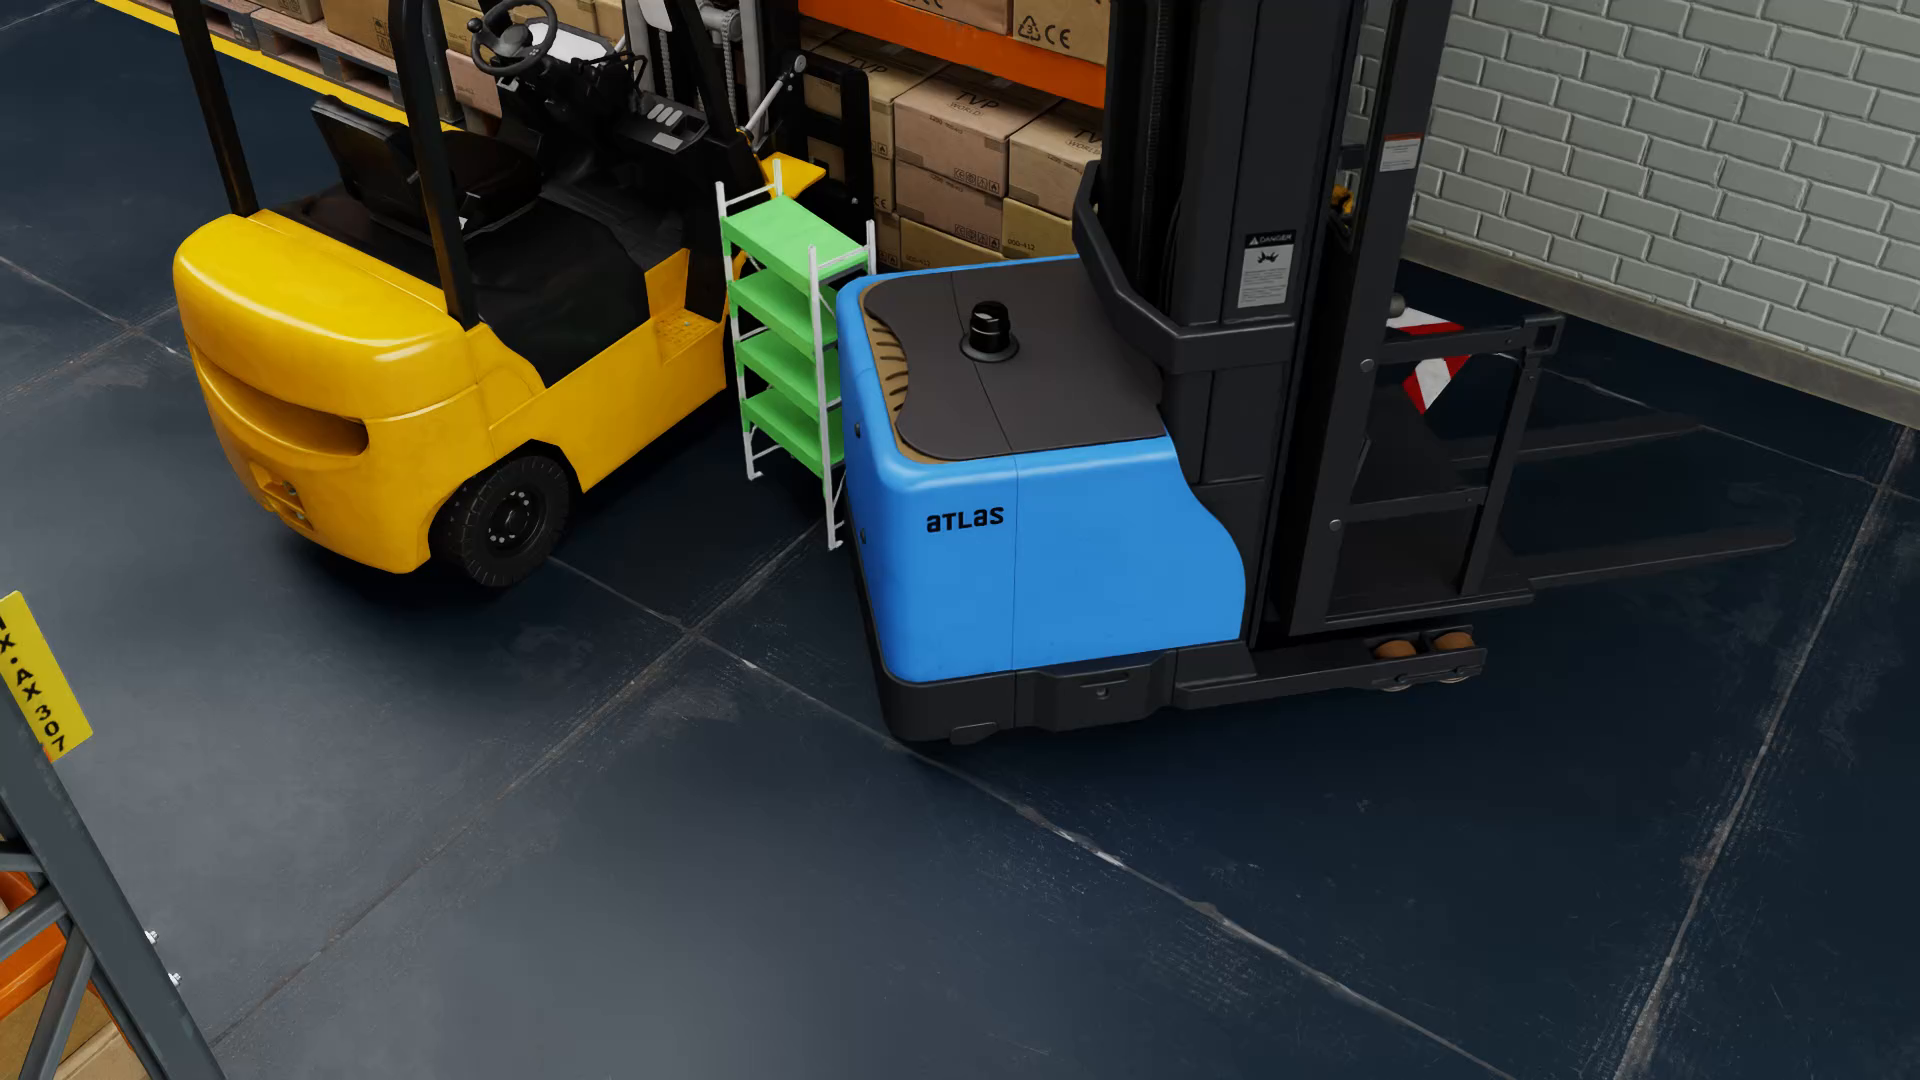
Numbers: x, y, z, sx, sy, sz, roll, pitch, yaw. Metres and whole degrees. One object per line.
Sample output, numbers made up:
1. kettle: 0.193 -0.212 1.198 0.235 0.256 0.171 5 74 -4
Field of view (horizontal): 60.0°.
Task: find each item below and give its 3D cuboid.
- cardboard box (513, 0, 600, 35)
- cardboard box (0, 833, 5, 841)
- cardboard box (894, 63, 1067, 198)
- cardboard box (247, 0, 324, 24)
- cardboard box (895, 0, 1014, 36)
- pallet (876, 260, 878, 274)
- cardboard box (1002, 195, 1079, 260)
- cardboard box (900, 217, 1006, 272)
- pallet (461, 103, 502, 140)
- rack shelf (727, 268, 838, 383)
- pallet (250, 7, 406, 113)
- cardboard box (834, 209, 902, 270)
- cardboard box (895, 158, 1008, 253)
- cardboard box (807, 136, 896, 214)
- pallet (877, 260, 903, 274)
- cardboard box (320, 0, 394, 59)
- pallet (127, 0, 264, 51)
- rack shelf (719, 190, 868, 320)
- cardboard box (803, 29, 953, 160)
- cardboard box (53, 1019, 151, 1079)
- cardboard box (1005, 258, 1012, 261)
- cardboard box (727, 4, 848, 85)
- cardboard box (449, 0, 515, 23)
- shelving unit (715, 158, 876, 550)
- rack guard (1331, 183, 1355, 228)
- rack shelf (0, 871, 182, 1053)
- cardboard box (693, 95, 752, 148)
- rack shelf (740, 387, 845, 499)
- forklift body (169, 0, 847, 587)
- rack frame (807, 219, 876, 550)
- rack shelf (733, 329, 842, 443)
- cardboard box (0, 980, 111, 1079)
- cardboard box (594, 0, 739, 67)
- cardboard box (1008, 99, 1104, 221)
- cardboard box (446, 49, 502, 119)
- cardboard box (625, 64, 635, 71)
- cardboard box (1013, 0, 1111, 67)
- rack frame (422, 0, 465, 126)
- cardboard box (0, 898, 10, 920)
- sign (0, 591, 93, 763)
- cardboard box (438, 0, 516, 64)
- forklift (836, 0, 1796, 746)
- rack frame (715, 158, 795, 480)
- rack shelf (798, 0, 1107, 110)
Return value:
1. cardboard box: -1.568 -2.346 7.120 0.500 0.250 0.500 25 48 25
2. cardboard box: -1.997 0.362 2.797 0.500 0.500 0.500 24 47 25
3. cardboard box: 0.101 -1.571 6.253 0.500 0.250 0.500 26 48 26
4. cardboard box: -3.261 -3.166 8.505 0.625 0.625 0.875 25 47 25
5. cardboard box: 0.105 -2.154 5.833 0.500 0.500 0.500 27 48 27
6. pallet: -0.566 -1.566 7.342 1.213 0.211 1.003 25 48 25
7. cardboard box: 0.501 -1.202 6.216 0.500 0.250 0.500 24 47 25
8. cardboard box: 0.111 -1.203 6.592 0.500 0.250 0.500 25 48 25
9. pallet: -1.569 -2.033 7.864 1.213 0.211 1.003 25 48 25
10. rack shelf: -0.512 -0.725 5.396 0.258 0.148 0.480 -29 49 -29
11. pallet: -2.822 -2.621 8.521 1.213 0.211 1.003 25 48 25
12. cardboard box: -0.294 -1.399 6.811 0.500 0.250 0.500 26 48 26
13. cardboard box: 0.096 -1.400 6.437 0.500 0.250 0.500 25 47 25
14. cardboard box: -0.339 -1.586 6.645 0.500 0.250 0.500 24 47 24
15. pallet: 0.428 -1.099 6.820 1.213 0.211 1.003 25 48 25
16. cardboard box: -2.630 -2.865 8.168 0.625 0.625 0.875 27 48 27
17. pallet: -3.825 -3.088 9.043 1.213 0.211 1.003 25 48 25
18. rack shelf: -0.512 -0.903 5.236 0.258 0.148 0.480 -29 49 -29
19. cardboard box: -0.318 -1.759 6.463 0.500 0.250 0.500 26 48 26
20. cardboard box: -2.270 1.252 3.849 0.500 0.250 0.500 25 47 25
21. cardboard box: 0.512 -1.007 6.373 0.500 0.250 0.500 25 48 26
22. cardboard box: -0.728 -1.957 6.685 0.500 0.250 0.500 24 47 25
23. cardboard box: -1.980 -2.547 7.345 0.500 0.250 0.500 24 47 25
24. shelving unit: -0.512 -0.593 5.513 0.258 1.200 0.503 -29 49 -29
25. rack guard: 1.098 -0.927 6.411 0.348 0.500 1.175 25 48 25
26. rack shelf: -3.406 0.346 3.654 4.000 0.370 1.077 25 48 25
27. cardboard box: -0.746 -1.780 6.861 0.500 0.250 0.500 25 47 25
28. rack shelf: -0.512 -0.367 5.716 0.258 0.148 0.480 -29 49 -29
29. forklift body: -1.521 -1.282 5.570 1.214 2.155 2.313 25 48 25
30. rack frame: -0.355 -0.469 5.374 0.240 1.200 0.015 -29 49 -29
31. rack shelf: -0.512 -0.546 5.556 0.258 0.148 0.480 -29 49 -29
32. cardboard box: -2.290 0.963 3.609 0.500 0.500 0.500 24 47 24
33. cardboard box: -1.154 -2.162 6.914 0.500 0.250 0.500 27 48 27
34. cardboard box: 0.523 -1.379 6.038 0.500 0.250 0.500 27 48 27
35. cardboard box: -1.990 -2.165 7.668 0.500 0.250 0.500 26 48 26
36. cardboard box: -1.159 -1.973 7.078 0.500 0.250 0.500 25 47 25
37. cardboard box: 0.525 -1.950 5.605 0.500 0.500 0.500 24 47 24
38. rack frame: -2.196 -3.400 7.300 0.127 3.000 1.000 25 48 25
39. cardboard box: -1.928 0.694 2.914 0.250 0.149 0.380 25 48 25
40. sign: -1.457 0.224 2.601 0.005 0.325 0.100 25 48 25
41. cardboard box: -1.978 -2.364 7.515 0.500 0.250 0.500 25 47 25
42. forklift: 1.180 -0.958 4.622 3.031 2.935 1.130 -7 42 -8
43. rack frame: -0.669 -0.718 5.653 0.240 1.200 0.015 -29 49 -29
44. rack shelf: -0.559 -2.366 6.684 4.000 0.370 1.077 25 48 25
